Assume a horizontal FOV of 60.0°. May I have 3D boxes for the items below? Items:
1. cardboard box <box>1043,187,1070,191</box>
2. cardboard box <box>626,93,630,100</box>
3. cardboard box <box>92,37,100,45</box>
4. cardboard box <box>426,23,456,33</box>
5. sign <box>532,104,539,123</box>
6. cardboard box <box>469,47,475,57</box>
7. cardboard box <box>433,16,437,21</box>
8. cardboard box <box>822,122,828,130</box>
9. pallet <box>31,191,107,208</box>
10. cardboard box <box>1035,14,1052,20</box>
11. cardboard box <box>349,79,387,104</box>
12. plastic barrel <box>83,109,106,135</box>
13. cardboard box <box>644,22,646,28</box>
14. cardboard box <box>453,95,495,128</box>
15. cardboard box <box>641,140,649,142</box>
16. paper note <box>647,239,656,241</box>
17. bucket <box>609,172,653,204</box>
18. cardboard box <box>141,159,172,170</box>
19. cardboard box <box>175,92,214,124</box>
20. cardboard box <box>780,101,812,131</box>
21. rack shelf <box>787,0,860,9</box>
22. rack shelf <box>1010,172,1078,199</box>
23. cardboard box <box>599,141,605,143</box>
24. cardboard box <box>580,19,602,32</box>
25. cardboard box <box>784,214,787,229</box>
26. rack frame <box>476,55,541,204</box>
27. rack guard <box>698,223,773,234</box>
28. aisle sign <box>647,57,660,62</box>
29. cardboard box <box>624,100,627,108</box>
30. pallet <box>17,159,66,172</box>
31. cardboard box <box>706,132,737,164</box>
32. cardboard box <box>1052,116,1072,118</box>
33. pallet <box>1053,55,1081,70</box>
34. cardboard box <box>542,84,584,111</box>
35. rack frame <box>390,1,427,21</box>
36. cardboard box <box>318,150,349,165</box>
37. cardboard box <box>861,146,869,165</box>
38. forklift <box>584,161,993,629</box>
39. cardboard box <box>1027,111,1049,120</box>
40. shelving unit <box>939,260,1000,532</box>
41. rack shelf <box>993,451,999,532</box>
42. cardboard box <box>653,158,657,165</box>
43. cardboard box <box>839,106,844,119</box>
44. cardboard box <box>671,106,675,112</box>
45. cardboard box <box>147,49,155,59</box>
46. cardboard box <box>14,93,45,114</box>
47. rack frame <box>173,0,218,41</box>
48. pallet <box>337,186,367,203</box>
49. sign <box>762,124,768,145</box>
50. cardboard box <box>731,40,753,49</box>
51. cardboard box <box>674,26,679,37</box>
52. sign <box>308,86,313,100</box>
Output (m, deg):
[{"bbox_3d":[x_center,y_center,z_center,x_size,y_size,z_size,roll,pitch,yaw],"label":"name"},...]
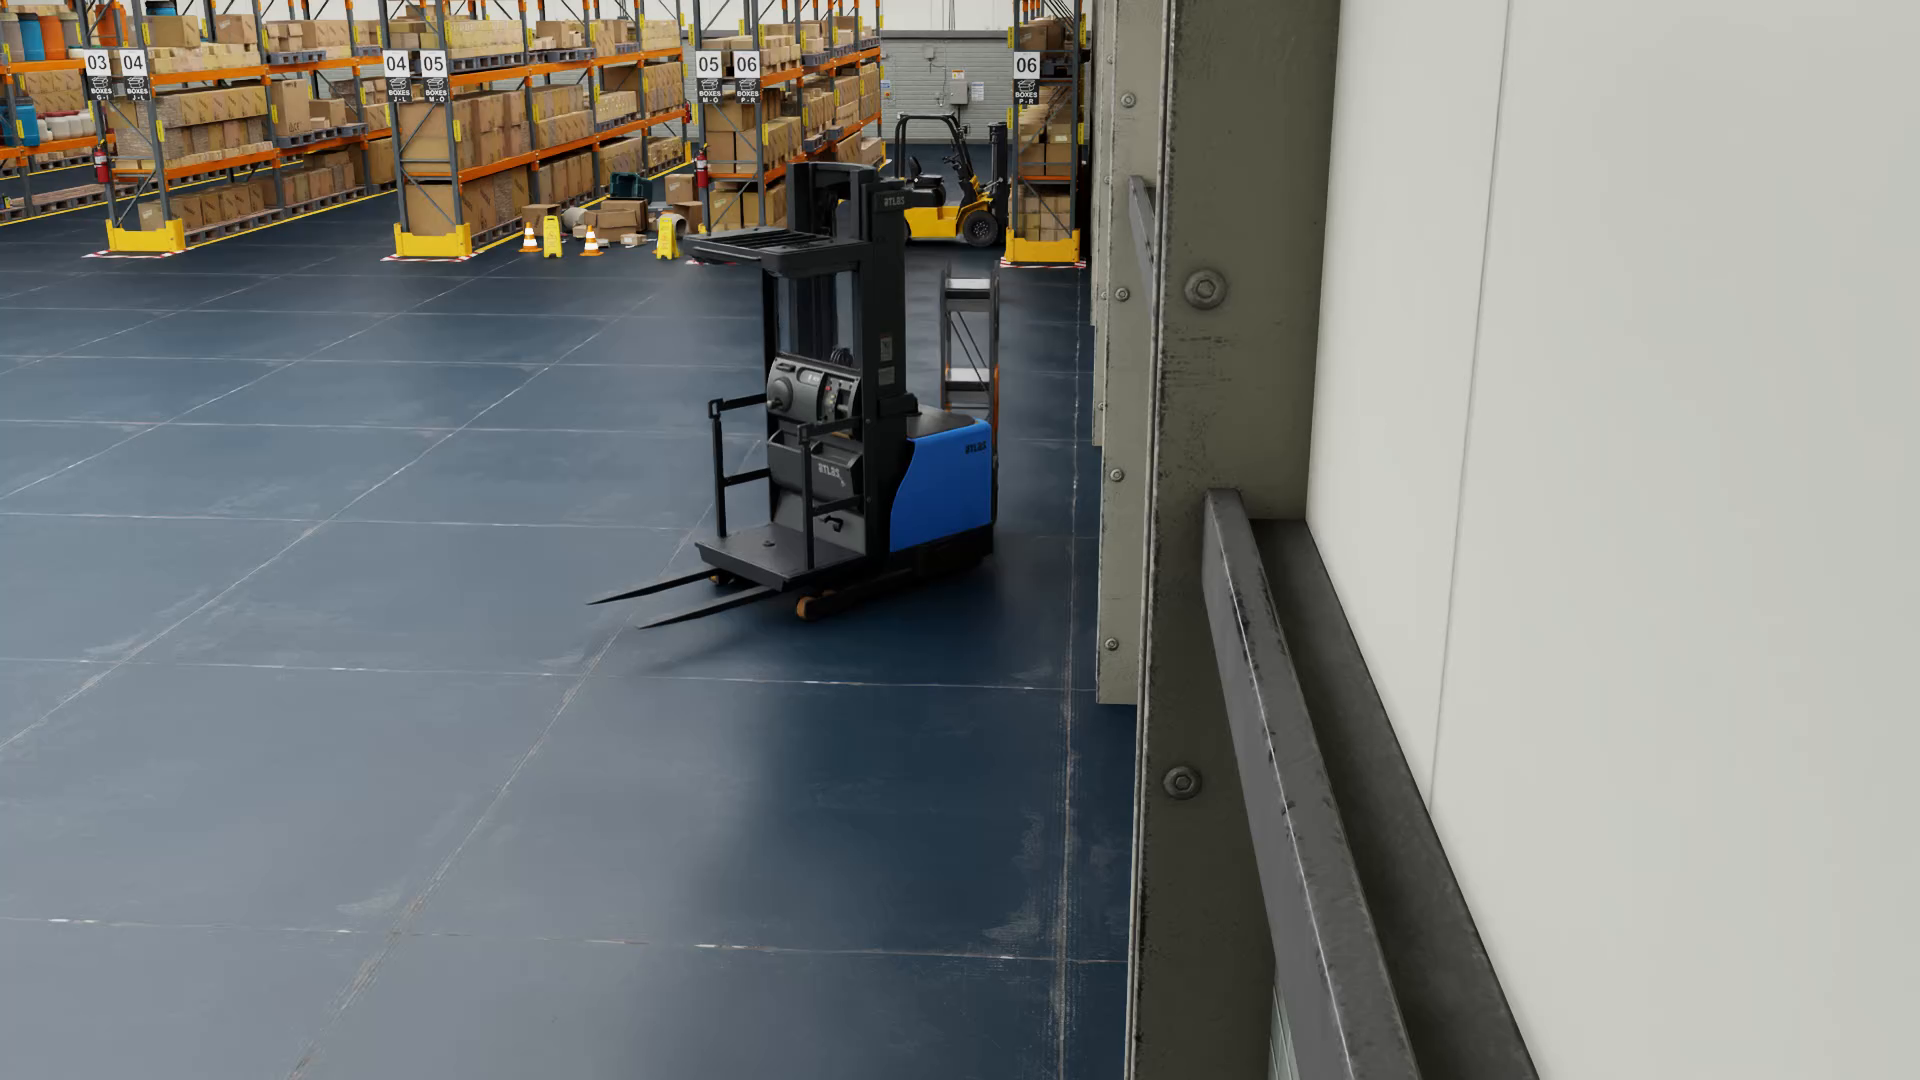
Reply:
[{"bbox_3d":[1.627,-5.725,27.715,0.500,0.250,0.500,1,18,4],"label":"cardboard box"},{"bbox_3d":[-7.583,-9.888,37.056,0.380,0.149,0.250,1,18,2],"label":"cardboard box"},{"bbox_3d":[-22.018,-12.613,42.023,0.500,0.250,0.500,1,18,4],"label":"cardboard box"},{"bbox_3d":[-8.229,-8.119,26.355,0.380,0.149,0.250,1,18,5],"label":"cardboard box"},{"bbox_3d":[-7.730,-7.770,30.302,0.100,0.325,0.005,1,18,4],"label":"sign"},{"bbox_3d":[-8.173,-7.979,27.207,0.380,0.149,0.250,1,18,4],"label":"cardboard box"},{"bbox_3d":[-12.611,-12.091,39.193,0.700,0.500,0.500,2,18,7],"label":"cardboard box"},{"bbox_3d":[-2.794,-8.141,32.681,0.380,0.149,0.250,2,18,5],"label":"cardboard box"},{"bbox_3d":[-18.062,-6.885,33.597,1.003,0.211,1.213,1,18,4],"label":"pallet"},{"bbox_3d":[1.815,-11.435,36.611,0.396,0.266,0.258,1,18,3],"label":"cardboard box"},{"bbox_3d":[-12.819,-9.671,35.848,0.797,0.503,0.637,2,18,5],"label":"cardboard box"},{"bbox_3d":[-17.738,-8.557,34.041,0.421,0.512,0.421,0,18,0],"label":"plastic barrel"},{"bbox_3d":[-7.395,-11.768,37.999,0.380,0.149,0.250,1,18,2],"label":"cardboard box"},{"bbox_3d":[-8.474,-7.301,28.412,0.875,0.550,0.500,1,18,4],"label":"cardboard box"},{"bbox_3d":[-7.810,-9.704,40.669,0.380,0.149,0.250,2,18,6],"label":"cardboard box"},{"bbox_3d":[-5.333,-5.194,28.743,0.148,0.019,0.142,8,20,23],"label":"paper note"},{"bbox_3d":[-5.994,-6.406,30.472,0.726,0.611,0.620,8,10,23],"label":"bucket"},{"bbox_3d":[-13.252,-6.197,27.421,0.380,0.149,0.250,1,18,4],"label":"cardboard box"},{"bbox_3d":[-13.122,-7.372,28.360,0.500,0.500,0.500,1,18,4],"label":"cardboard box"},{"bbox_3d":[-3.020,-7.782,30.541,0.500,0.500,0.500,2,18,5],"label":"cardboard box"},{"bbox_3d":[-2.909,-11.436,35.171,1.077,0.370,4.000,1,18,4],"label":"rack shelf"},{"bbox_3d":[1.468,-6.181,28.126,1.077,0.370,4.000,1,18,4],"label":"rack shelf"},{"bbox_3d":[-8.104,-8.638,36.605,0.500,0.250,0.500,2,18,6],"label":"cardboard box"},{"bbox_3d":[-7.656,-10.692,34.528,0.396,0.266,0.258,1,18,4],"label":"cardboard box"},{"bbox_3d":[-3.222,-5.477,28.562,0.500,0.250,0.500,3,18,8],"label":"cardboard box"},{"bbox_3d":[-8.284,-7.333,30.485,1.000,3.000,0.127,1,18,4],"label":"rack frame"},{"bbox_3d":[-3.621,-4.847,26.914,1.175,0.500,0.348,1,18,4],"label":"rack guard"},{"bbox_3d":[-7.718,-12.325,41.544,0.394,0.787,0.004,1,18,4],"label":"aisle sign"},{"bbox_3d":[-7.596,-9.667,36.861,0.380,0.149,0.250,1,18,2],"label":"cardboard box"},{"bbox_3d":[-22.481,-9.070,40.265,1.003,0.211,1.213,1,18,4],"label":"pallet"},{"bbox_3d":[-3.862,-6.375,26.924,0.500,0.500,0.500,1,18,3],"label":"cardboard box"},{"bbox_3d":[1.702,-6.978,27.723,0.380,0.149,0.250,1,18,4],"label":"cardboard box"},{"bbox_3d":[1.486,-7.884,27.492,1.003,0.211,1.213,1,18,4],"label":"pallet"},{"bbox_3d":[-8.039,-8.959,33.681,0.700,0.500,0.500,1,18,4],"label":"cardboard box"},{"bbox_3d":[-12.650,-12.811,37.568,1.000,3.000,0.127,1,18,4],"label":"rack frame"},{"bbox_3d":[-12.955,-7.886,34.277,0.500,0.250,0.500,2,18,6],"label":"cardboard box"},{"bbox_3d":[-2.614,-8.913,38.748,0.875,0.438,0.875,1,18,3],"label":"cardboard box"},{"bbox_3d":[-1.165,-1.026,11.348,3.031,2.935,1.130,-17,24,-41],"label":"forklift"},{"bbox_3d":[1.355,-7.386,28.968,0.380,0.149,0.250,1,18,3],"label":"cardboard box"},{"bbox_3d":[0.076,-1.067,12.807,0.431,2.100,0.503,1,18,5],"label":"shelving unit"},{"bbox_3d":[0.076,-0.389,13.029,0.431,0.518,0.480,1,18,5],"label":"rack shelf"},{"bbox_3d":[-7.379,-8.929,39.261,0.380,0.149,0.250,1,18,4],"label":"cardboard box"},{"bbox_3d":[-2.732,-8.975,34.934,0.500,0.250,0.500,2,18,5],"label":"cardboard box"},{"bbox_3d":[-7.218,-10.599,40.855,0.380,0.149,0.250,2,18,5],"label":"cardboard box"},{"bbox_3d":[-13.260,-7.857,26.867,0.380,0.149,0.250,1,18,4],"label":"cardboard box"},{"bbox_3d":[-22.223,-10.382,39.629,0.500,0.500,0.500,2,18,5],"label":"cardboard box"},{"bbox_3d":[-17.591,-12.921,37.905,1.000,3.000,0.127,1,18,4],"label":"rack frame"},{"bbox_3d":[-12.995,-7.150,34.404,1.003,0.211,1.213,1,18,4],"label":"pallet"},{"bbox_3d":[-3.085,-6.411,26.281,0.100,0.325,0.005,1,18,4],"label":"sign"},{"bbox_3d":[-3.397,-7.802,26.223,0.380,0.149,0.250,1,18,4],"label":"cardboard box"},{"bbox_3d":[-7.203,-12.503,40.884,0.500,0.250,0.500,1,18,2],"label":"cardboard box"},{"bbox_3d":[-13.491,-9.279,34.565,0.100,0.325,0.005,1,18,4],"label":"sign"}]
